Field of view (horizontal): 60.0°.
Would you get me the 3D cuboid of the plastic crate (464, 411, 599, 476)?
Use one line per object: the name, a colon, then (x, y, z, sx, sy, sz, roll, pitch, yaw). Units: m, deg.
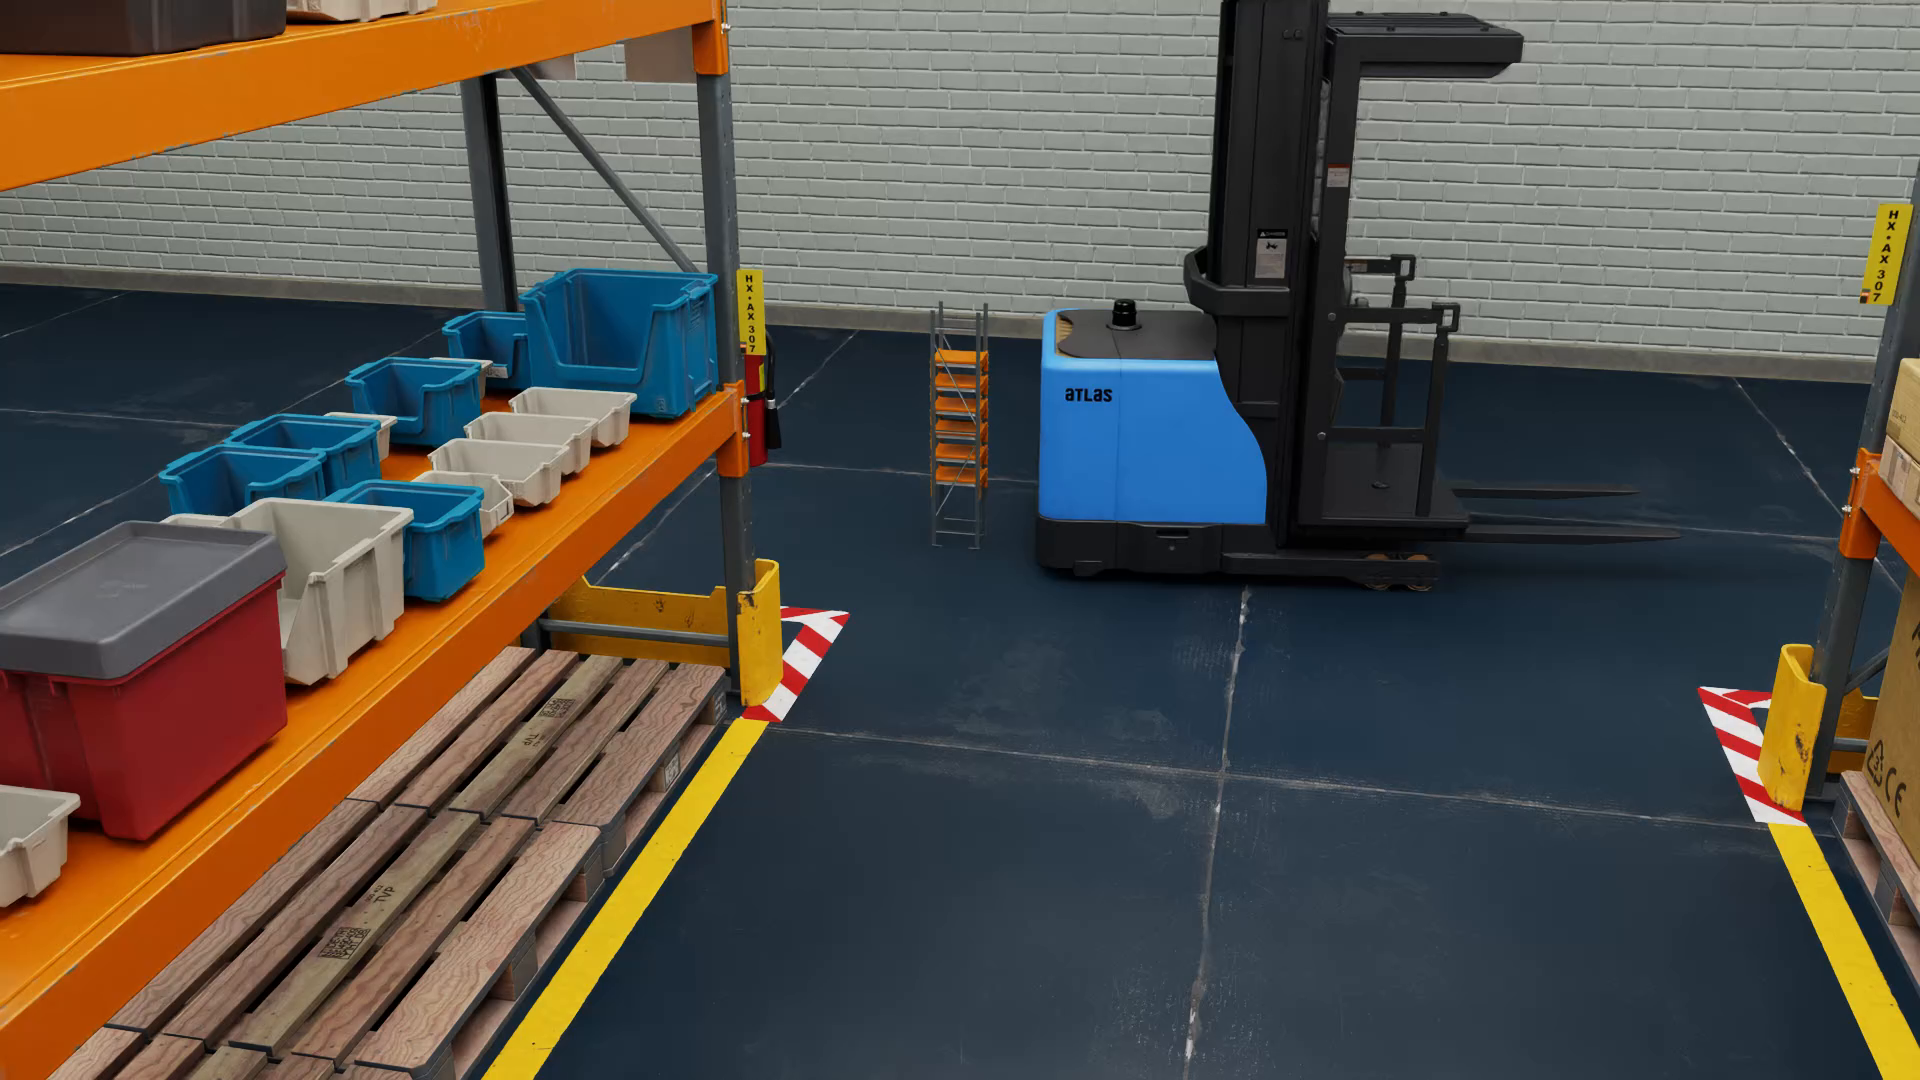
plastic crate: (-1.387, -0.303, 5.363, 0.396, 0.136, 0.243, 4, 22, 11)

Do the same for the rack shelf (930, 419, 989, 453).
rack shelf: (-0.003, -0.510, 8.133, 0.258, 0.103, 0.180, 4, 22, 11)

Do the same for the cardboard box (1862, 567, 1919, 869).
cardboard box: (3.472, 0.594, 5.144, 0.875, 0.875, 0.875, 4, 22, 11)

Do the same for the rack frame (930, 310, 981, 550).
rack frame: (-0.022, -0.518, 8.033, 0.240, 1.200, 0.006, 4, 22, 11)

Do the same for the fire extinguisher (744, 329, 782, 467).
fire extinguisher: (-0.849, -0.626, 6.495, 0.296, 0.674, 0.183, 4, 22, 11)

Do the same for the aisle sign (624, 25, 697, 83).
aisle sign: (-1.023, -2.024, 5.884, 0.394, 0.787, 0.004, 4, 22, 11)

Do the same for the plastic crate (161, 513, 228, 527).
plastic crate: (-2.080, 0.084, 4.404, 0.293, 0.136, 0.466, 4, 22, 11)

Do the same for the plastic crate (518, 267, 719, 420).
plastic crate: (-1.210, -0.722, 6.002, 0.616, 0.435, 0.499, 4, 22, 11)

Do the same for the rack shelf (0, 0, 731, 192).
rack shelf: (-1.733, -1.140, 4.118, 1.077, 0.370, 4.000, 4, 22, 11)

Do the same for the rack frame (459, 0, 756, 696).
rack frame: (-1.324, -0.814, 6.360, 1.000, 3.000, 0.127, 4, 22, 11)

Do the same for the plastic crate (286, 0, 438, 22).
plastic crate: (-1.503, -1.309, 3.925, 0.437, 0.136, 0.530, 4, 22, 11)

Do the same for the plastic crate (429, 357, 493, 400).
plastic crate: (-1.844, -0.543, 5.960, 0.250, 0.136, 0.298, 4, 22, 11)

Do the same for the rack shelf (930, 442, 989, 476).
rack shelf: (-0.003, -0.399, 8.178, 0.258, 0.103, 0.180, 4, 22, 11)

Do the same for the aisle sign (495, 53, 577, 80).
aisle sign: (-1.601, -2.069, 5.996, 0.394, 0.787, 0.004, 4, 22, 11)

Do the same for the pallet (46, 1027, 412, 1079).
pallet: (-2.029, 1.670, 3.923, 1.003, 0.211, 1.213, 4, 22, 11)

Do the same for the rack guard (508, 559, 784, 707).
rack guard: (-1.332, 0.336, 6.851, 1.175, 0.500, 0.348, 4, 22, 11)

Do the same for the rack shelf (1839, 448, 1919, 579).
rack shelf: (3.116, 0.629, 3.740, 1.077, 0.370, 4.000, 4, 22, 11)

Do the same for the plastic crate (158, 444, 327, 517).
plastic crate: (-2.027, -0.108, 4.750, 0.416, 0.233, 0.300, 4, 22, 11)

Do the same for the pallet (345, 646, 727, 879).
pallet: (-1.531, 0.778, 6.139, 1.003, 0.211, 1.213, 4, 22, 11)

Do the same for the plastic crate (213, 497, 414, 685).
plastic crate: (-1.649, 0.132, 4.090, 0.437, 0.282, 0.530, 4, 22, 11)

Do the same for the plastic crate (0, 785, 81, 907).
plastic crate: (-1.906, 0.584, 3.161, 0.396, 0.136, 0.243, 4, 22, 11)

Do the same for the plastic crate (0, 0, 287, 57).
plastic crate: (-1.619, -1.115, 3.268, 0.497, 0.269, 0.590, 4, 22, 11)

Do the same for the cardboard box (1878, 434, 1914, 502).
cardboard box: (3.129, -0.215, 5.209, 0.380, 0.149, 0.250, 5, 22, 12)

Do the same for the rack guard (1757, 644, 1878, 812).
rack guard: (3.529, 0.714, 5.911, 1.175, 0.500, 0.348, 4, 22, 11)

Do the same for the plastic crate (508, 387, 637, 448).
plastic crate: (-1.314, -0.408, 5.623, 0.396, 0.136, 0.243, 4, 22, 11)

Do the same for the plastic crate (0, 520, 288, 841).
plastic crate: (-1.713, 0.284, 3.468, 0.402, 0.464, 0.583, 4, 22, 11)

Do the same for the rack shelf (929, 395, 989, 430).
rack shelf: (-0.003, -0.621, 8.088, 0.258, 0.103, 0.180, 4, 22, 11)

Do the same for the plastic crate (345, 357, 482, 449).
plastic crate: (-1.831, -0.458, 5.620, 0.416, 0.233, 0.300, 4, 22, 11)

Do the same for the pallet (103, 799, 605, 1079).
pallet: (-1.782, 1.223, 5.035, 1.003, 0.211, 1.213, 4, 22, 11)

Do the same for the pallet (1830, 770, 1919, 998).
pallet: (3.438, 1.155, 5.202, 1.003, 0.211, 1.213, 4, 22, 11)

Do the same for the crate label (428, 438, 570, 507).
crate label: (-1.420, -0.199, 5.105, 0.396, 0.136, 0.243, 4, 22, 11)

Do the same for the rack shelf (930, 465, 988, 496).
rack shelf: (-0.003, -0.287, 8.223, 0.258, 0.103, 0.180, 4, 22, 11)

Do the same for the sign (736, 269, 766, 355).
sign: (-0.783, -0.854, 6.240, 0.100, 0.325, 0.005, 4, 22, 11)

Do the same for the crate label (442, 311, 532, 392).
crate label: (-1.697, -0.699, 6.218, 0.416, 0.233, 0.303, 4, 22, 11)

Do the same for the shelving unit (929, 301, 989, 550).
shelving unit: (-0.003, -0.551, 8.116, 0.258, 1.200, 0.189, 4, 22, 11)

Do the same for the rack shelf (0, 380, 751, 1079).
rack shelf: (-1.733, 0.251, 4.678, 1.077, 0.370, 4.000, 4, 22, 11)

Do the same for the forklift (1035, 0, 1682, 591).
forklift: (1.895, -1.326, 7.722, 3.031, 2.935, 1.130, 1, 22, 3)

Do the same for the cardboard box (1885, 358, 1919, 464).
cardboard box: (3.162, -0.350, 5.010, 0.500, 0.250, 0.500, 4, 22, 9)

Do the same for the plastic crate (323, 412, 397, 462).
plastic crate: (-1.982, -0.295, 5.344, 0.250, 0.136, 0.298, 4, 22, 11)

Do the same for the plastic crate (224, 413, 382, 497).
plastic crate: (-1.966, -0.218, 5.022, 0.416, 0.233, 0.300, 4, 22, 11)

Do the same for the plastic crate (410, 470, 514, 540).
plastic crate: (-1.462, -0.089, 4.833, 0.298, 0.136, 0.250, 4, 22, 11)

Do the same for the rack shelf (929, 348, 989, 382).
rack shelf: (-0.003, -0.844, 7.998, 0.258, 0.103, 0.180, 4, 22, 11)

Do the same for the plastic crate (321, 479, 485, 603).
plastic crate: (-1.492, 0.006, 4.466, 0.416, 0.233, 0.300, 4, 22, 11)

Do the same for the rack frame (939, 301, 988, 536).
rack frame: (0.016, -0.585, 8.199, 0.240, 1.200, 0.006, 4, 22, 11)

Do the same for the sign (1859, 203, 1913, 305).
sign: (2.982, -0.919, 5.356, 0.100, 0.325, 0.005, 4, 22, 11)

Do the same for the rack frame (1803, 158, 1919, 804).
rack frame: (3.524, -0.437, 5.422, 1.000, 3.000, 0.127, 4, 22, 11)

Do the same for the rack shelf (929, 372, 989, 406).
rack shelf: (-0.003, -0.733, 8.043, 0.258, 0.103, 0.180, 4, 22, 11)

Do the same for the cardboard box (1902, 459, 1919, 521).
cardboard box: (3.078, -0.121, 4.976, 0.380, 0.149, 0.250, 4, 22, 10)
